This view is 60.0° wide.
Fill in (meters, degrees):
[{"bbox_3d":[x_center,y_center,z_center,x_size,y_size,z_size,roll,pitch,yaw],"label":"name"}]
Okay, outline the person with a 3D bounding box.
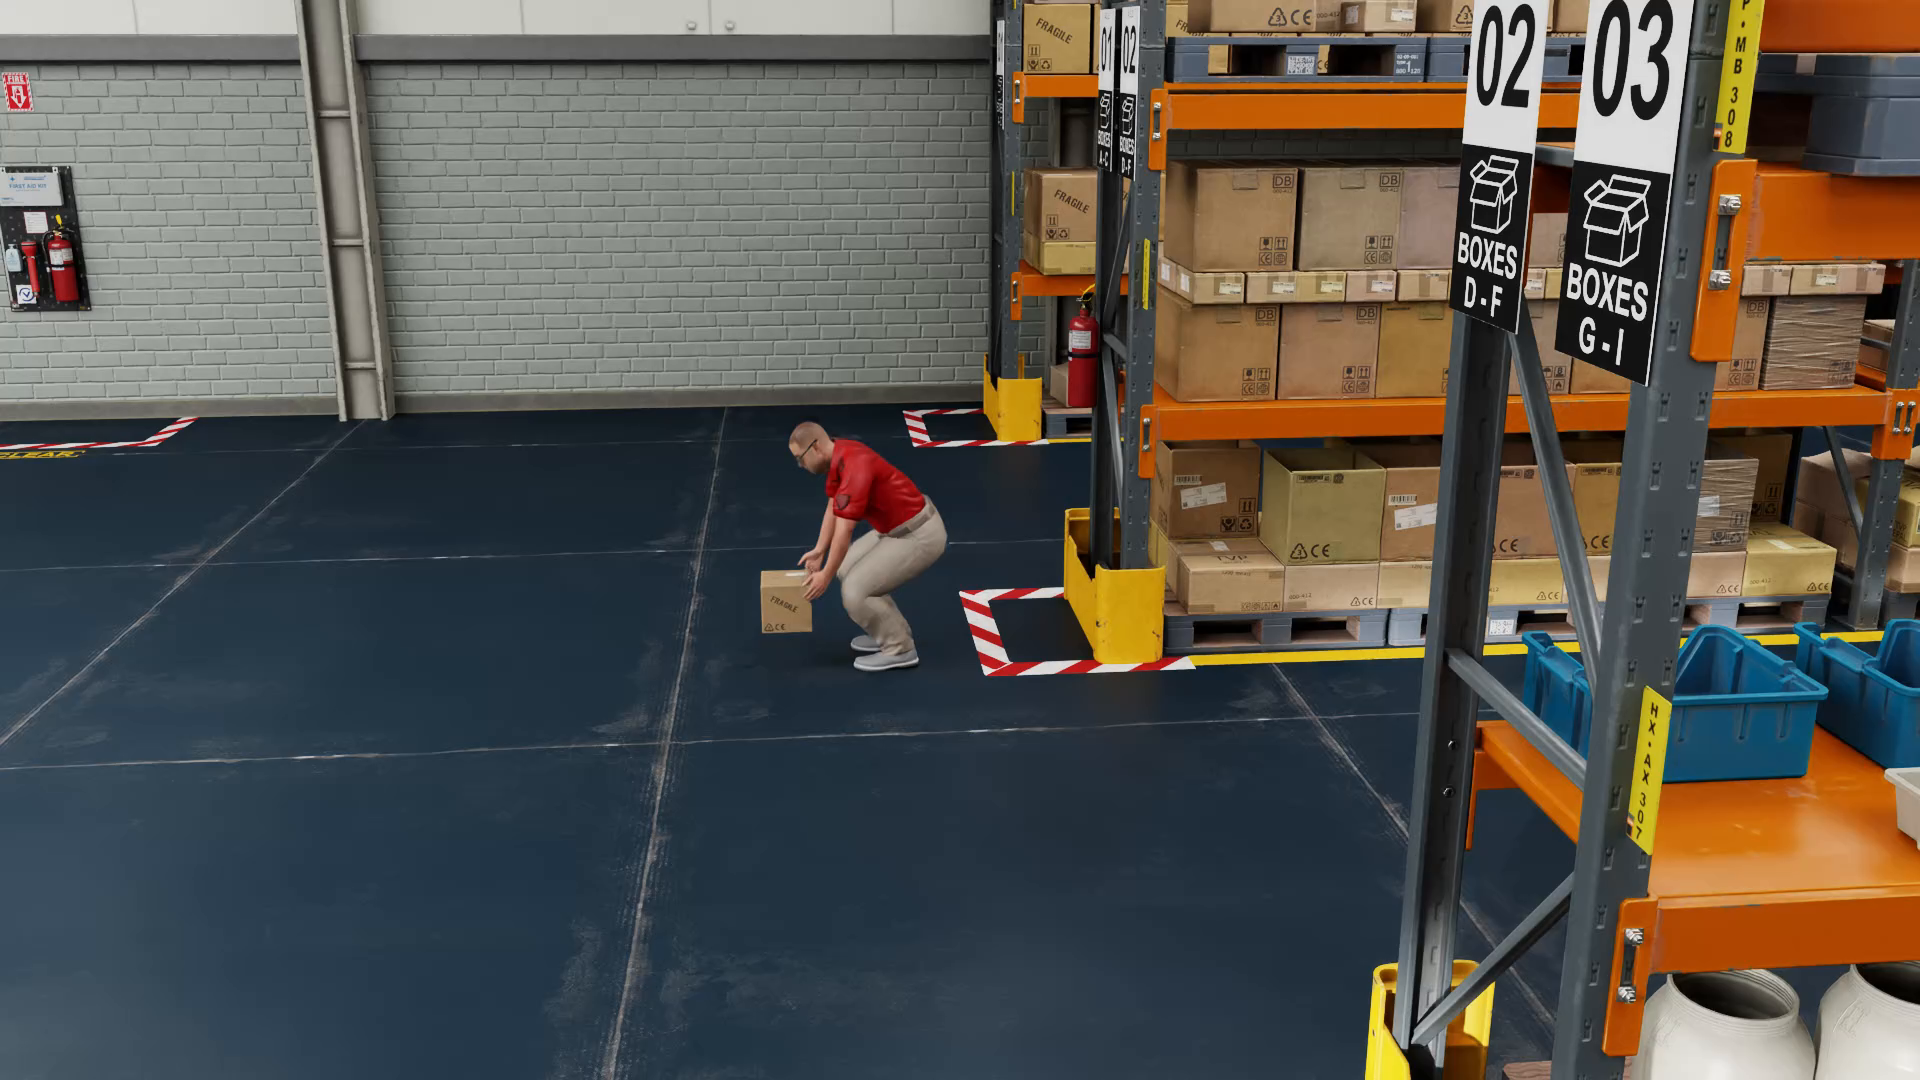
[{"bbox_3d":[-0.452,0.015,8.341,0.778,1.263,0.587,-2,17,-6],"label":"person"}]
